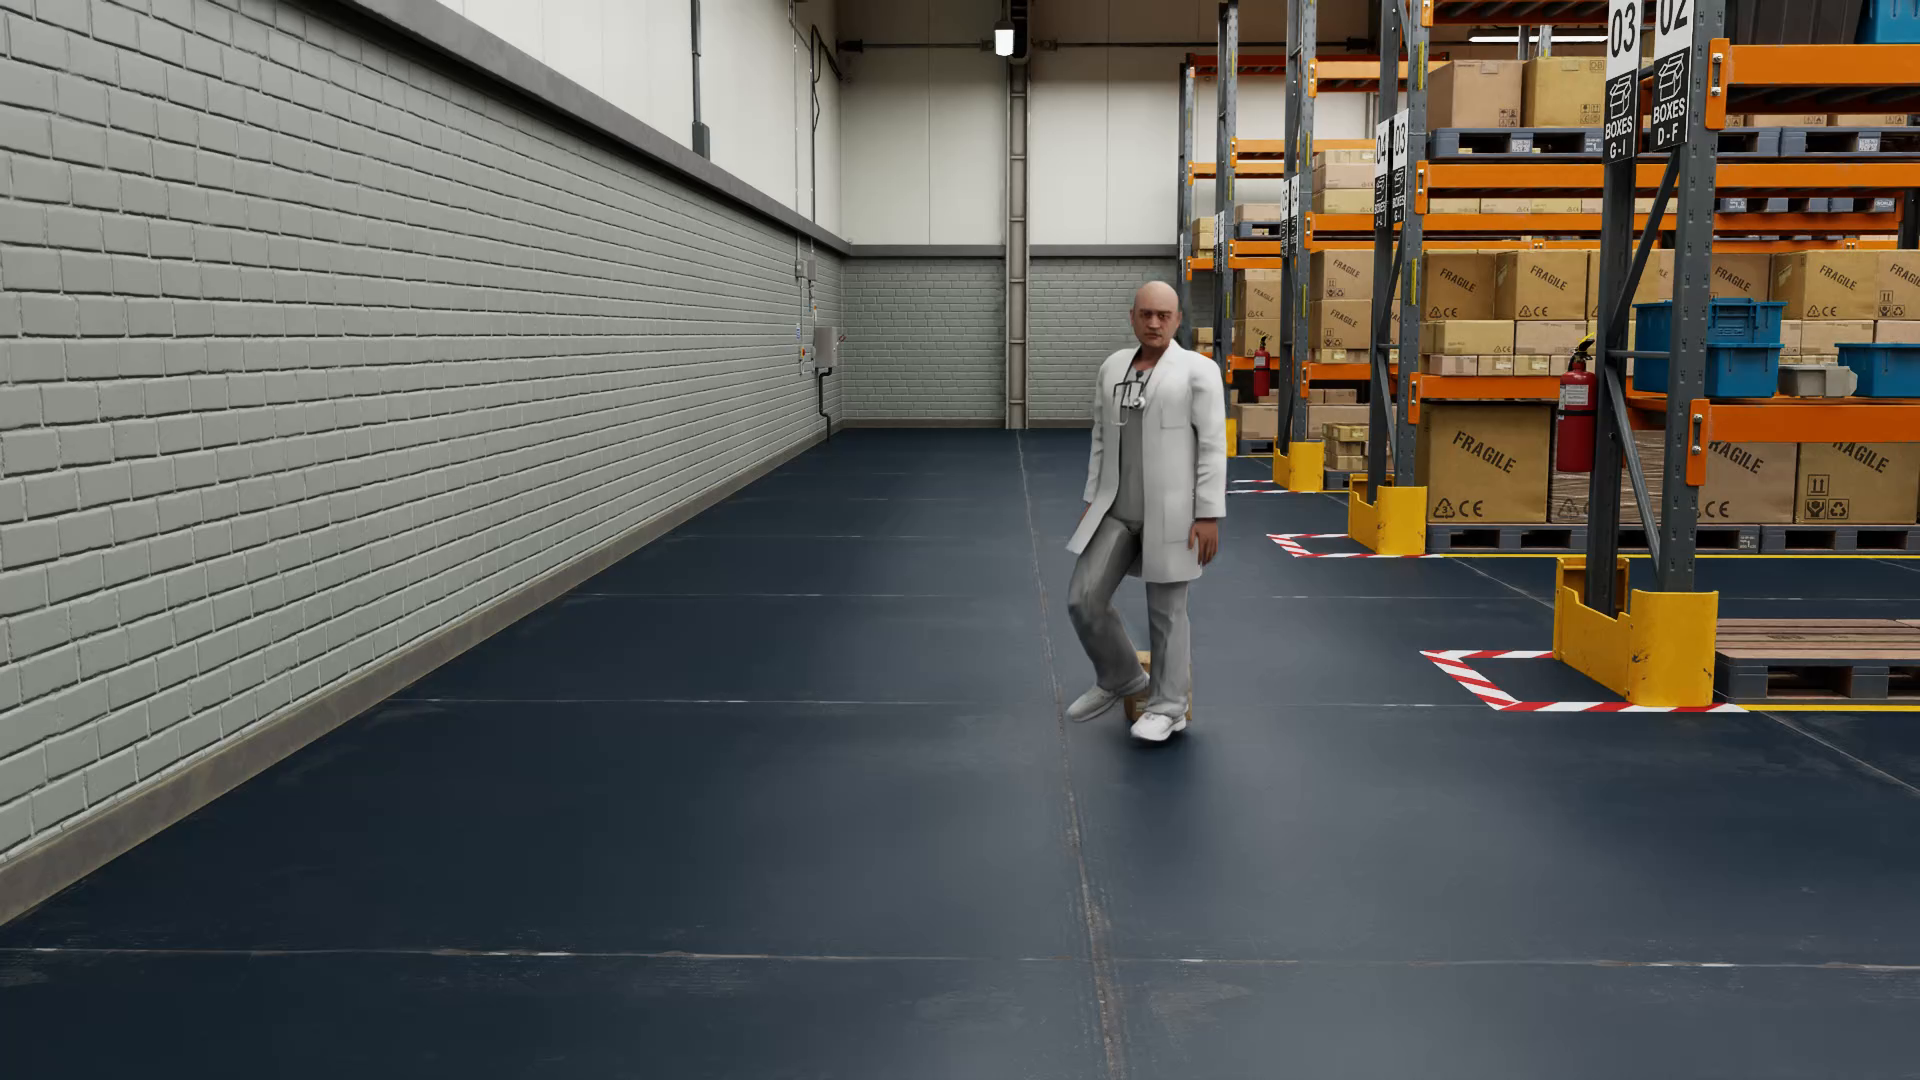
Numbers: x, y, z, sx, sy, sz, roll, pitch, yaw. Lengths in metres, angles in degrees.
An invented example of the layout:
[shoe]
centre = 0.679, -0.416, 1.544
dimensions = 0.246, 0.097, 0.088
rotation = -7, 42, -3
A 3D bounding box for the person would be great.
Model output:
[person]
centre = 0.710, -0.099, 6.414
dimensions = 0.691, 1.774, 0.528
rotation = 5, 9, 34
